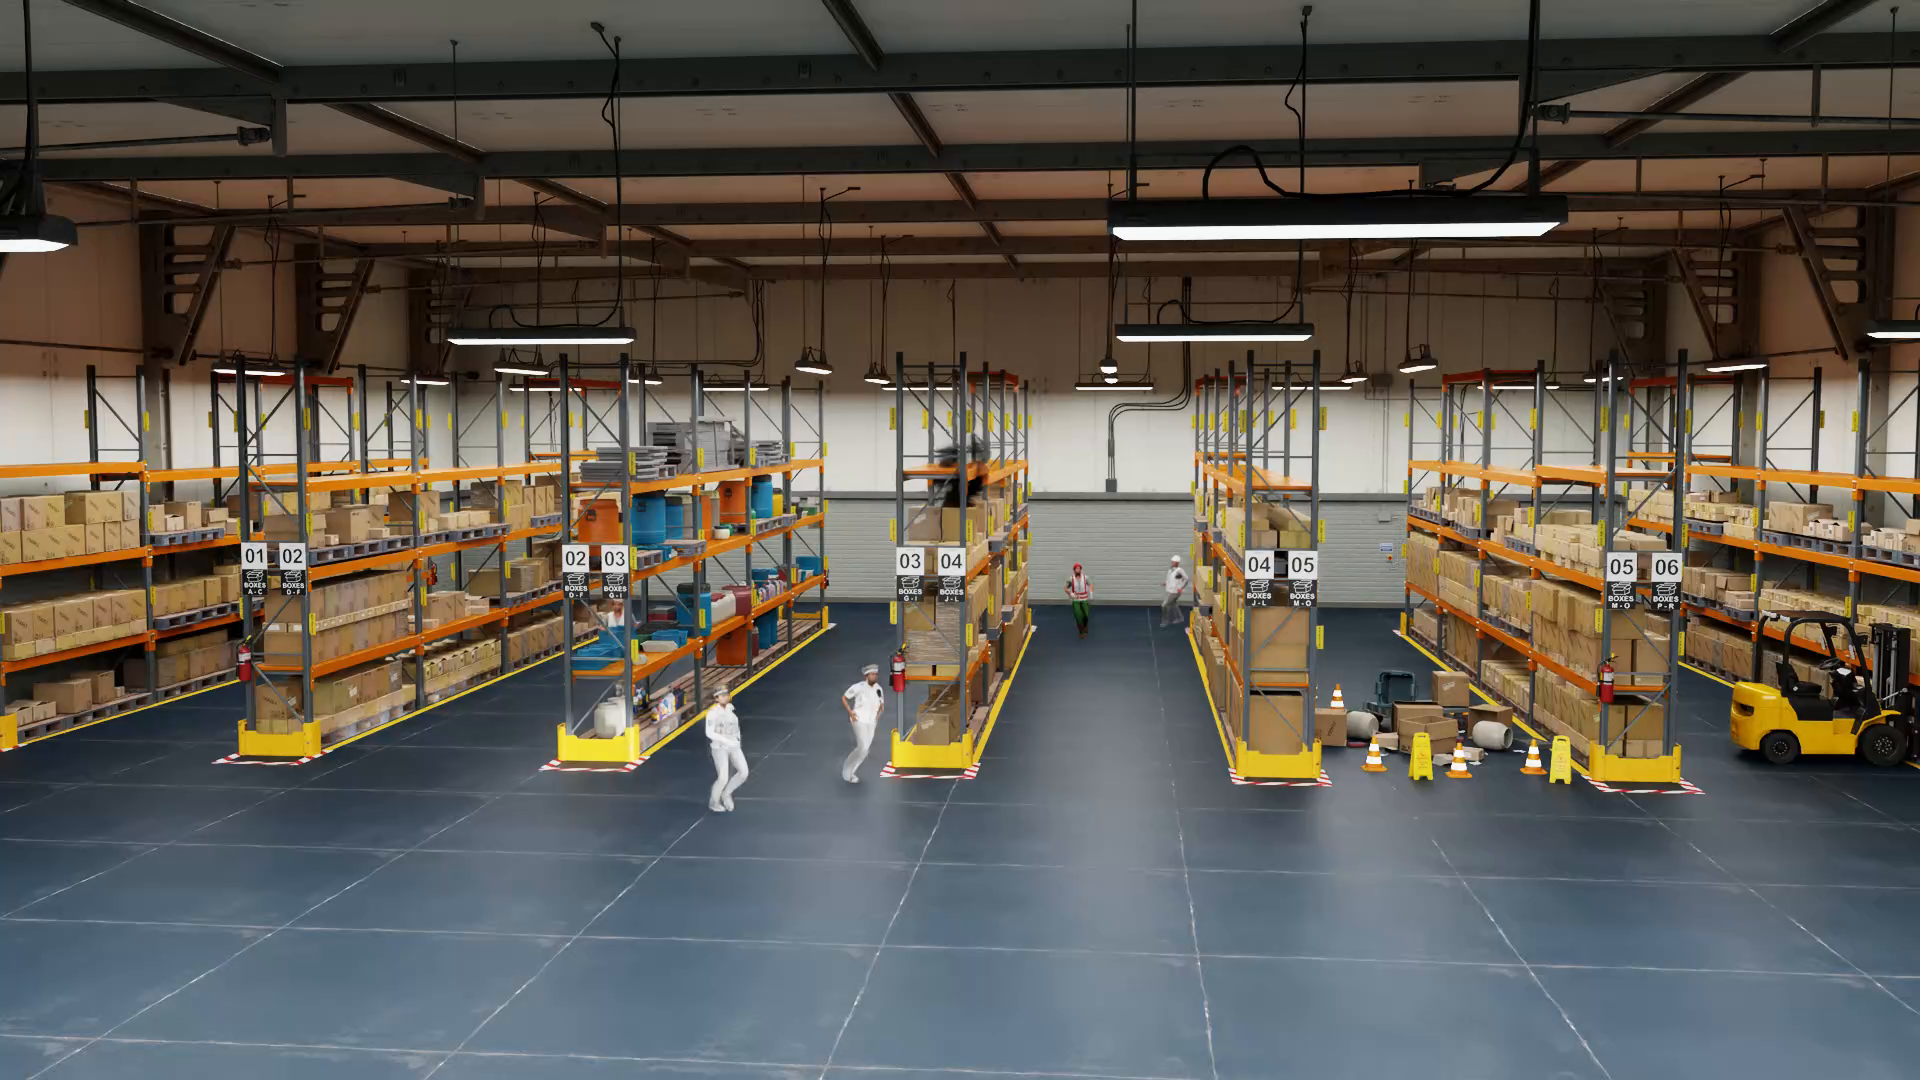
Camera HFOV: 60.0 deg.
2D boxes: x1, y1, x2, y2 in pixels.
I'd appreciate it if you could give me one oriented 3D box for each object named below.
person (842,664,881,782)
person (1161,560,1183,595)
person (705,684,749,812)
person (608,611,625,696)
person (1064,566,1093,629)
[{"bbox_3d":[-1.370,2.534,23.140,0.529,1.640,0.455,-3,5,-38],"label":"person"},{"bbox_3d":[5.144,0.872,40.305,0.483,0.892,0.595,-1,4,-16],"label":"person"},{"bbox_3d":[-2.980,2.658,21.263,0.600,1.654,0.628,4,5,41],"label":"person"},{"bbox_3d":[-6.210,2.048,30.472,0.545,1.516,0.986,0,4,-1],"label":"person"},{"bbox_3d":[2.752,1.323,38.412,0.690,1.480,0.440,0,4,-3],"label":"person"}]
